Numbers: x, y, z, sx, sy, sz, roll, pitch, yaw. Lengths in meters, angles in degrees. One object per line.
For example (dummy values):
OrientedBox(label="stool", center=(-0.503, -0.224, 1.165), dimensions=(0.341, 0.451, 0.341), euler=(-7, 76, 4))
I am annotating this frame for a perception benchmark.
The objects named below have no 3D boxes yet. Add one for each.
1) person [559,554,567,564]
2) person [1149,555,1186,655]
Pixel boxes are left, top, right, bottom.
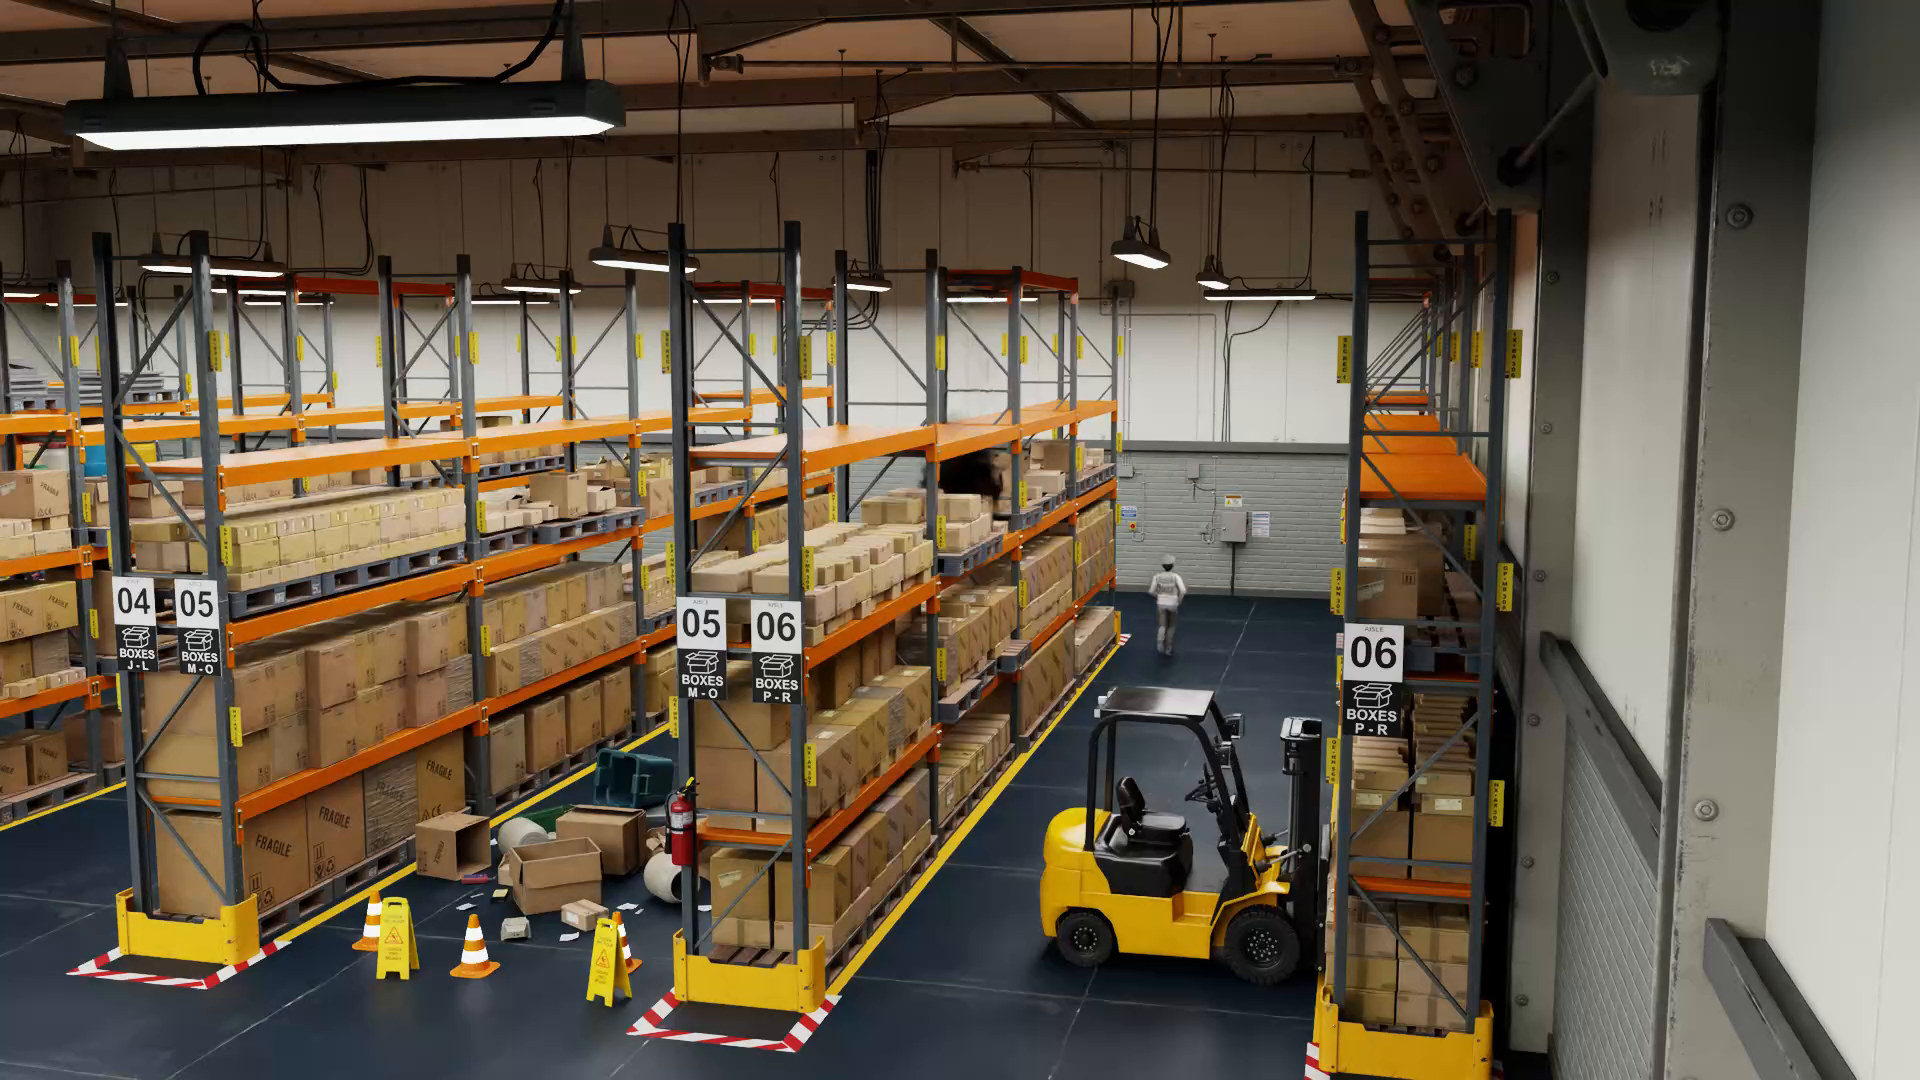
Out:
OrientedBox(label="person", center=(-6.500, 1.030, 27.370), dimensions=(0.599, 1.610, 0.571), euler=(1, 7, 11))
OrientedBox(label="person", center=(3.344, 1.085, 26.803), dimensions=(0.611, 1.685, 0.798), euler=(2, 7, 14))
